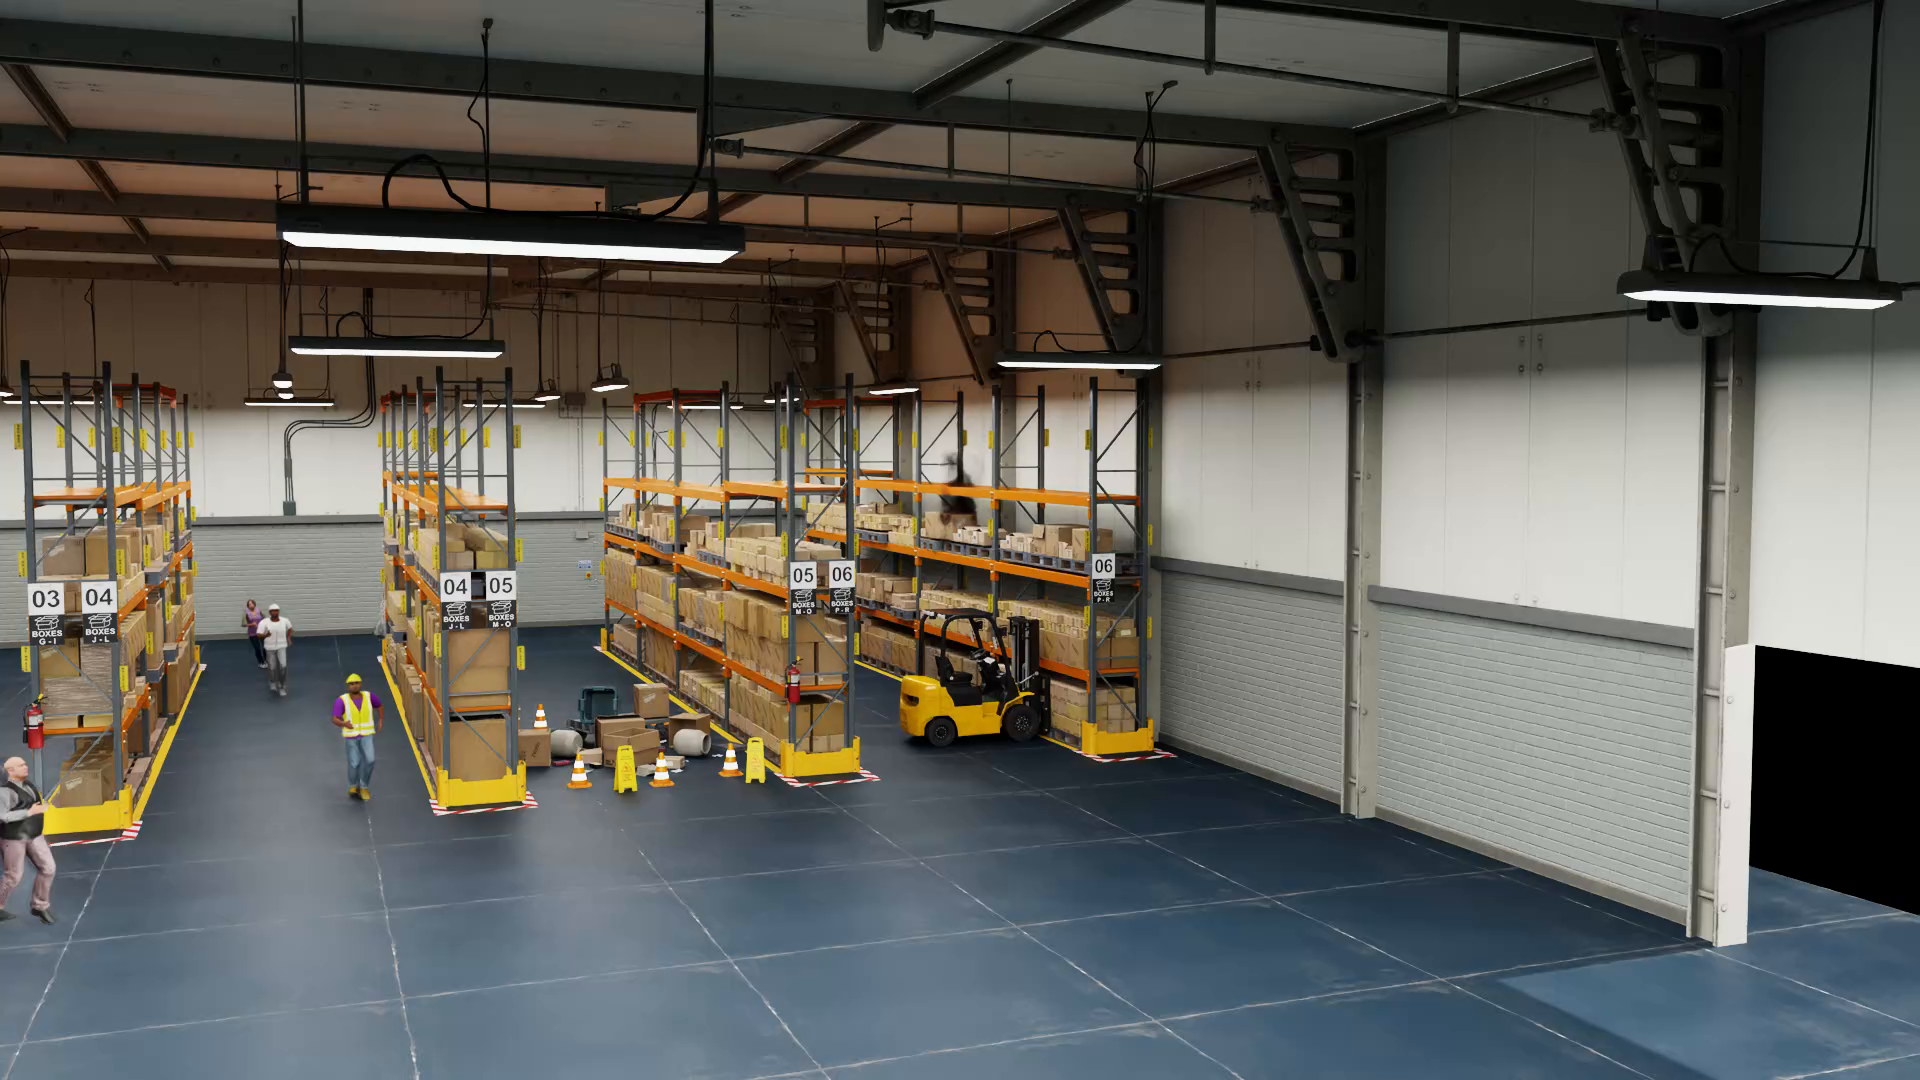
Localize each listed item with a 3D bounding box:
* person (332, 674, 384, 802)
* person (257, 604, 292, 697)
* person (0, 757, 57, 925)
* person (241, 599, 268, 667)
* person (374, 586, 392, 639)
[{"bbox_3d":[-8.368,2.751,23.164,0.708,1.784,0.727,-2,4,-26],"label":"person"},{"bbox_3d":[-13.415,2.159,32.595,0.674,1.823,0.729,-2,4,-28],"label":"person"},{"bbox_3d":[-9.662,3.113,17.121,0.734,1.777,0.639,0,3,7],"label":"person"},{"bbox_3d":[-15.312,2.048,36.193,0.625,1.557,0.623,-2,4,-32],"label":"person"},{"bbox_3d":[-13.239,1.831,38.514,0.558,1.722,0.672,-3,5,-45],"label":"person"}]
